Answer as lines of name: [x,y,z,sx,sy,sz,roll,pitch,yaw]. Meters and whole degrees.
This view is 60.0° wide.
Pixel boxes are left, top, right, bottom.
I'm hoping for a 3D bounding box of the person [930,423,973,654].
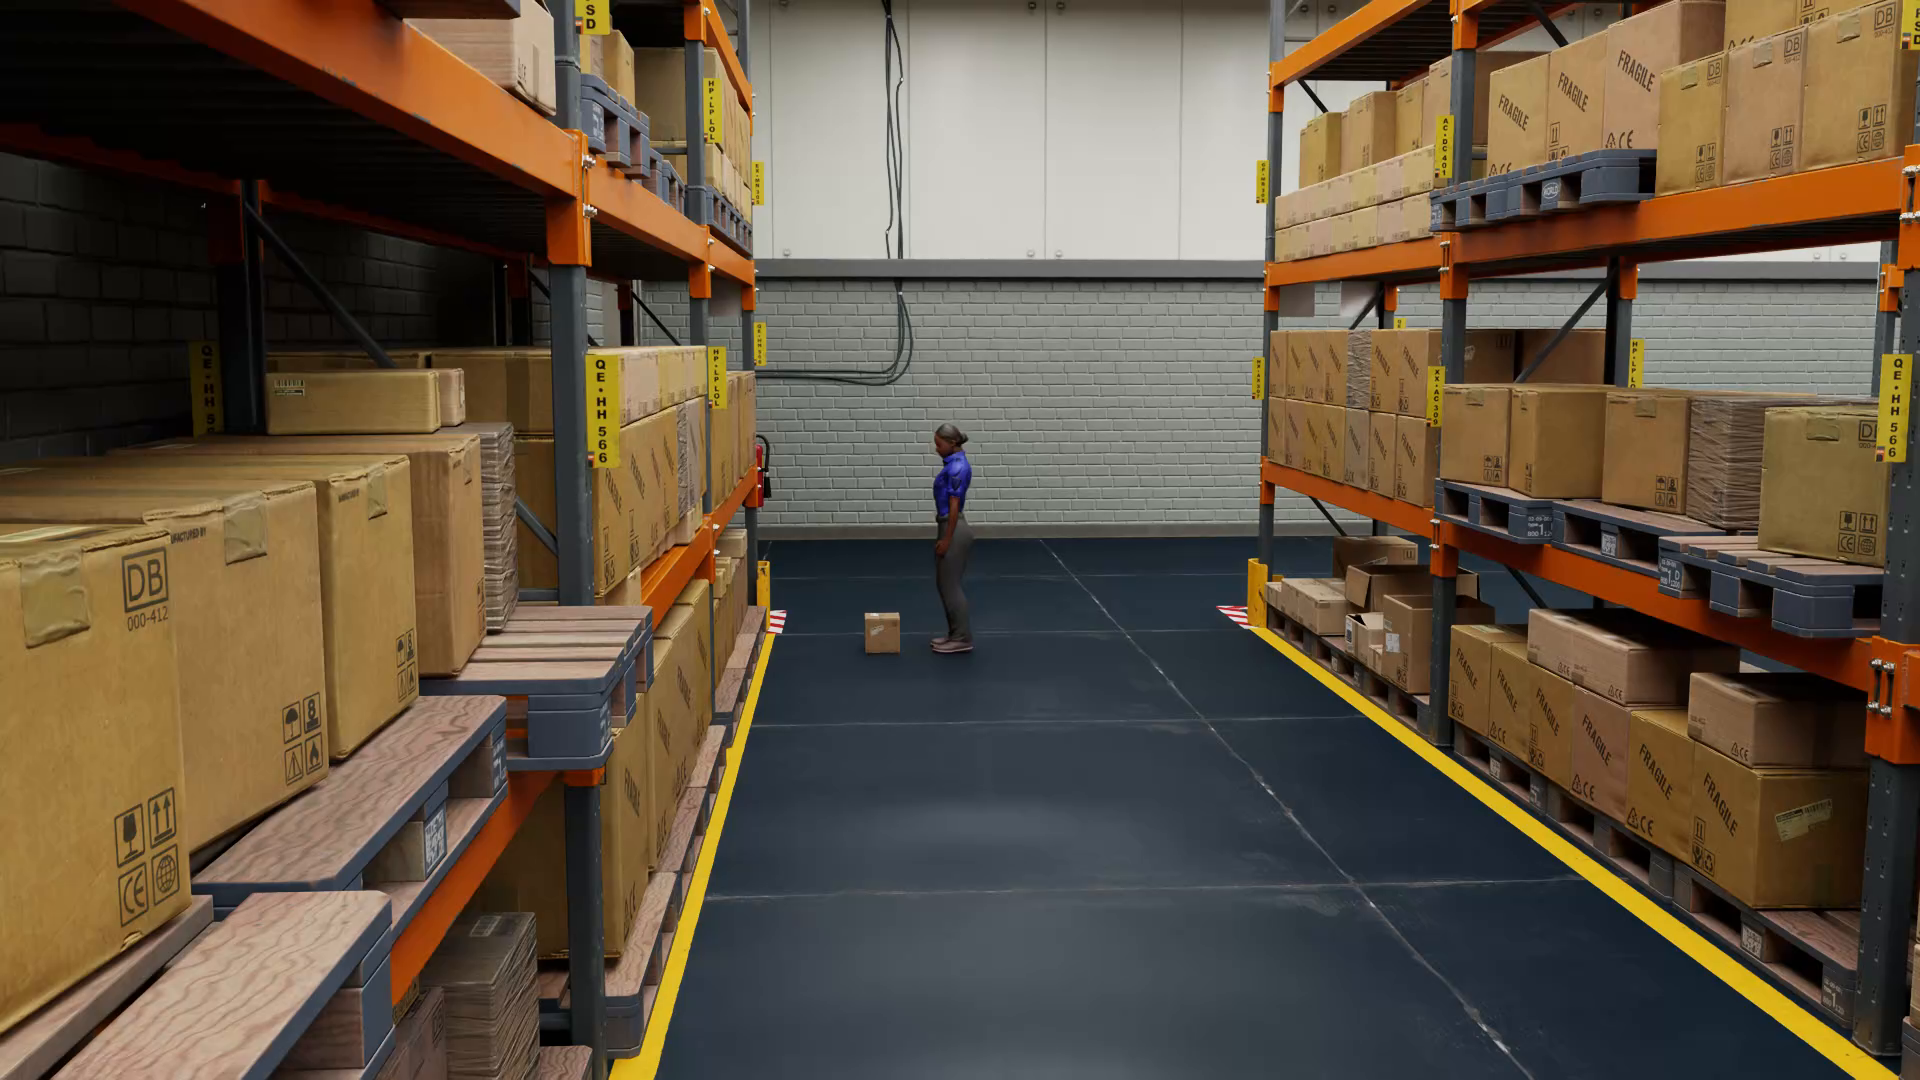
person: [-0.059,-0.016,11.972,0.305,1.649,0.440,0,7,-3]
